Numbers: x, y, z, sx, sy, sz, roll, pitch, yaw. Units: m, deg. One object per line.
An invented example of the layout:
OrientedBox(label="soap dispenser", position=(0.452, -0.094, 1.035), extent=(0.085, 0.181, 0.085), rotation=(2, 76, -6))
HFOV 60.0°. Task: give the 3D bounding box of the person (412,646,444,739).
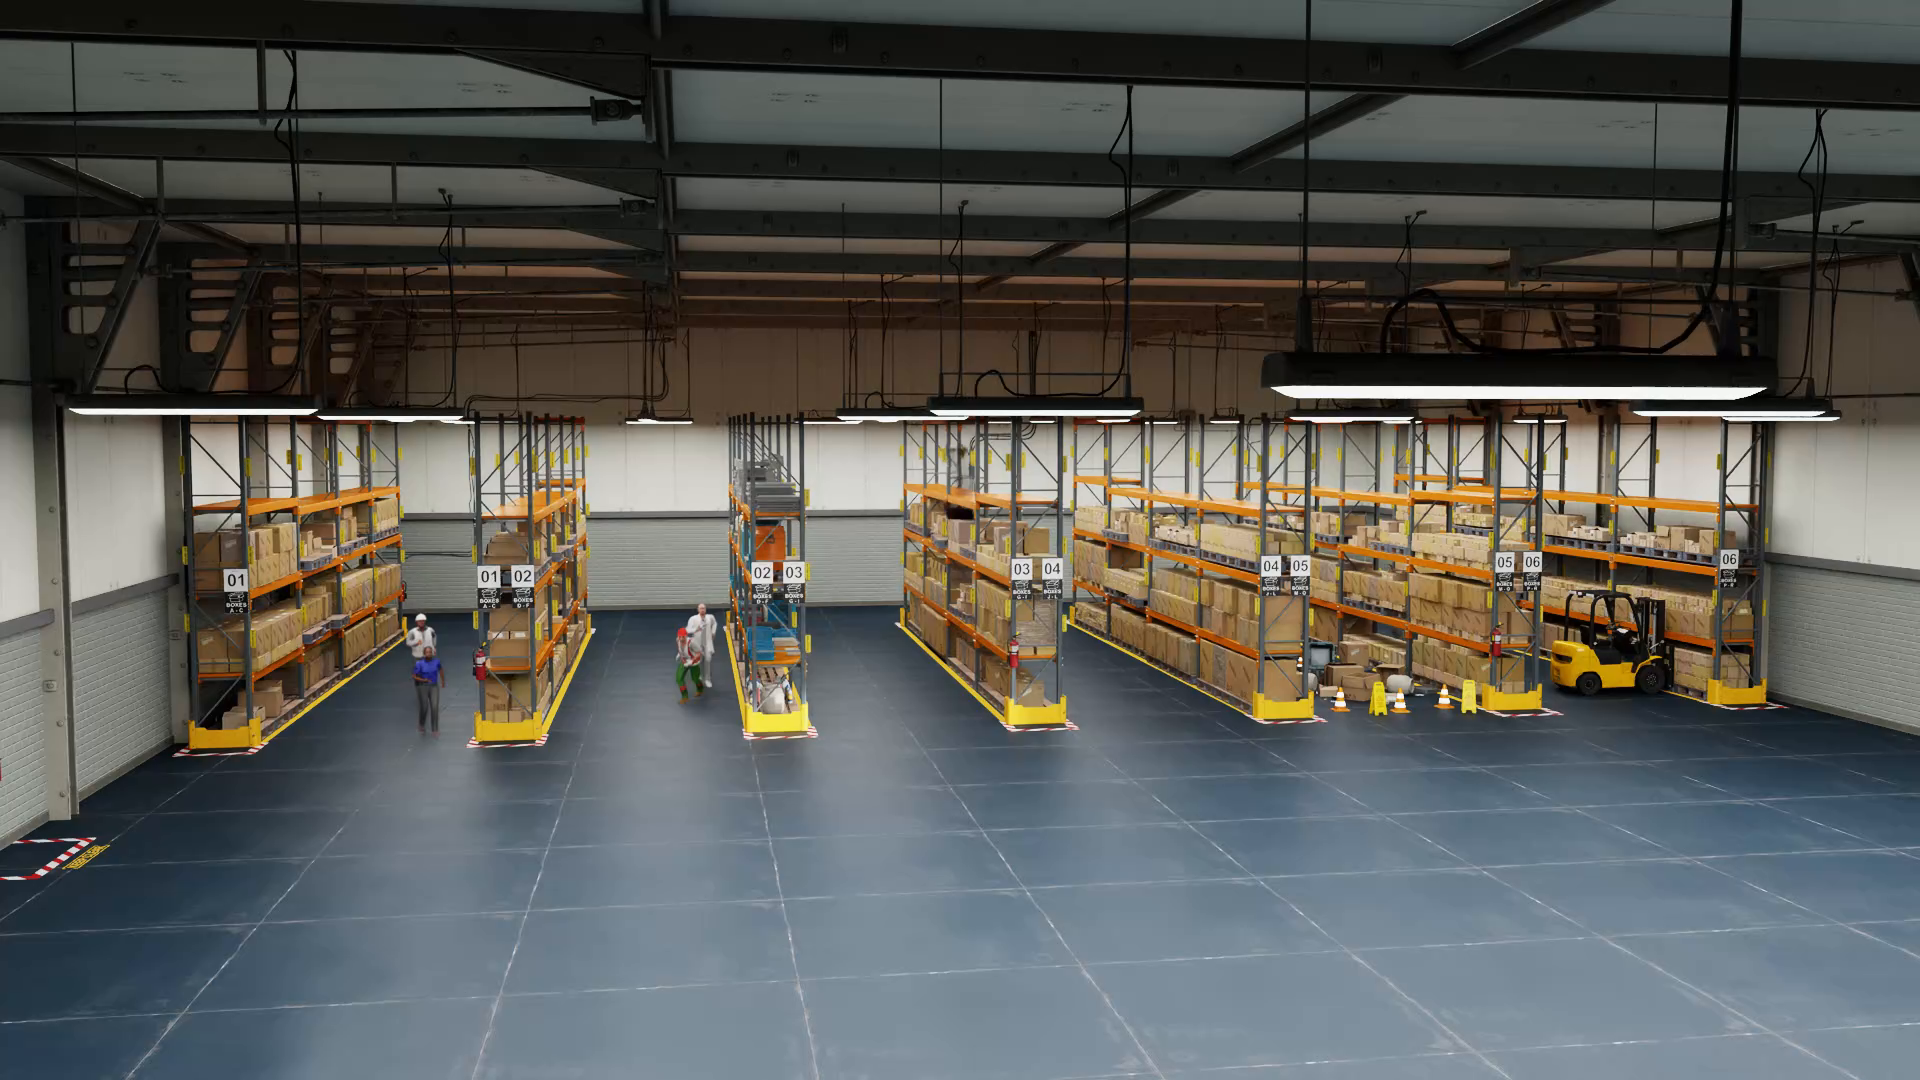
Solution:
OrientedBox(label="person", position=(-9.841, 2.803, 30.797), extent=(0.592, 1.699, 0.811), rotation=(-2, 4, -28))

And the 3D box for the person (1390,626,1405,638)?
OrientedBox(label="person", position=(11.881, 1.824, 44.800), extent=(0.599, 1.769, 0.831), rotation=(-1, 4, -15))

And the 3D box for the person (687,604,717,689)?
OrientedBox(label="person", position=(-5.699, 2.318, 36.781), extent=(0.695, 1.828, 0.917), rotation=(-1, 4, -15))

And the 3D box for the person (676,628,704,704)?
OrientedBox(label="person", position=(-5.574, 2.563, 34.489), extent=(0.683, 1.582, 1.155), rotation=(1, 4, 20))

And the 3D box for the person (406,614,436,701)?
OrientedBox(label="person", position=(-11.299, 2.435, 34.907), extent=(0.644, 1.783, 0.947), rotation=(-2, 4, -24))
